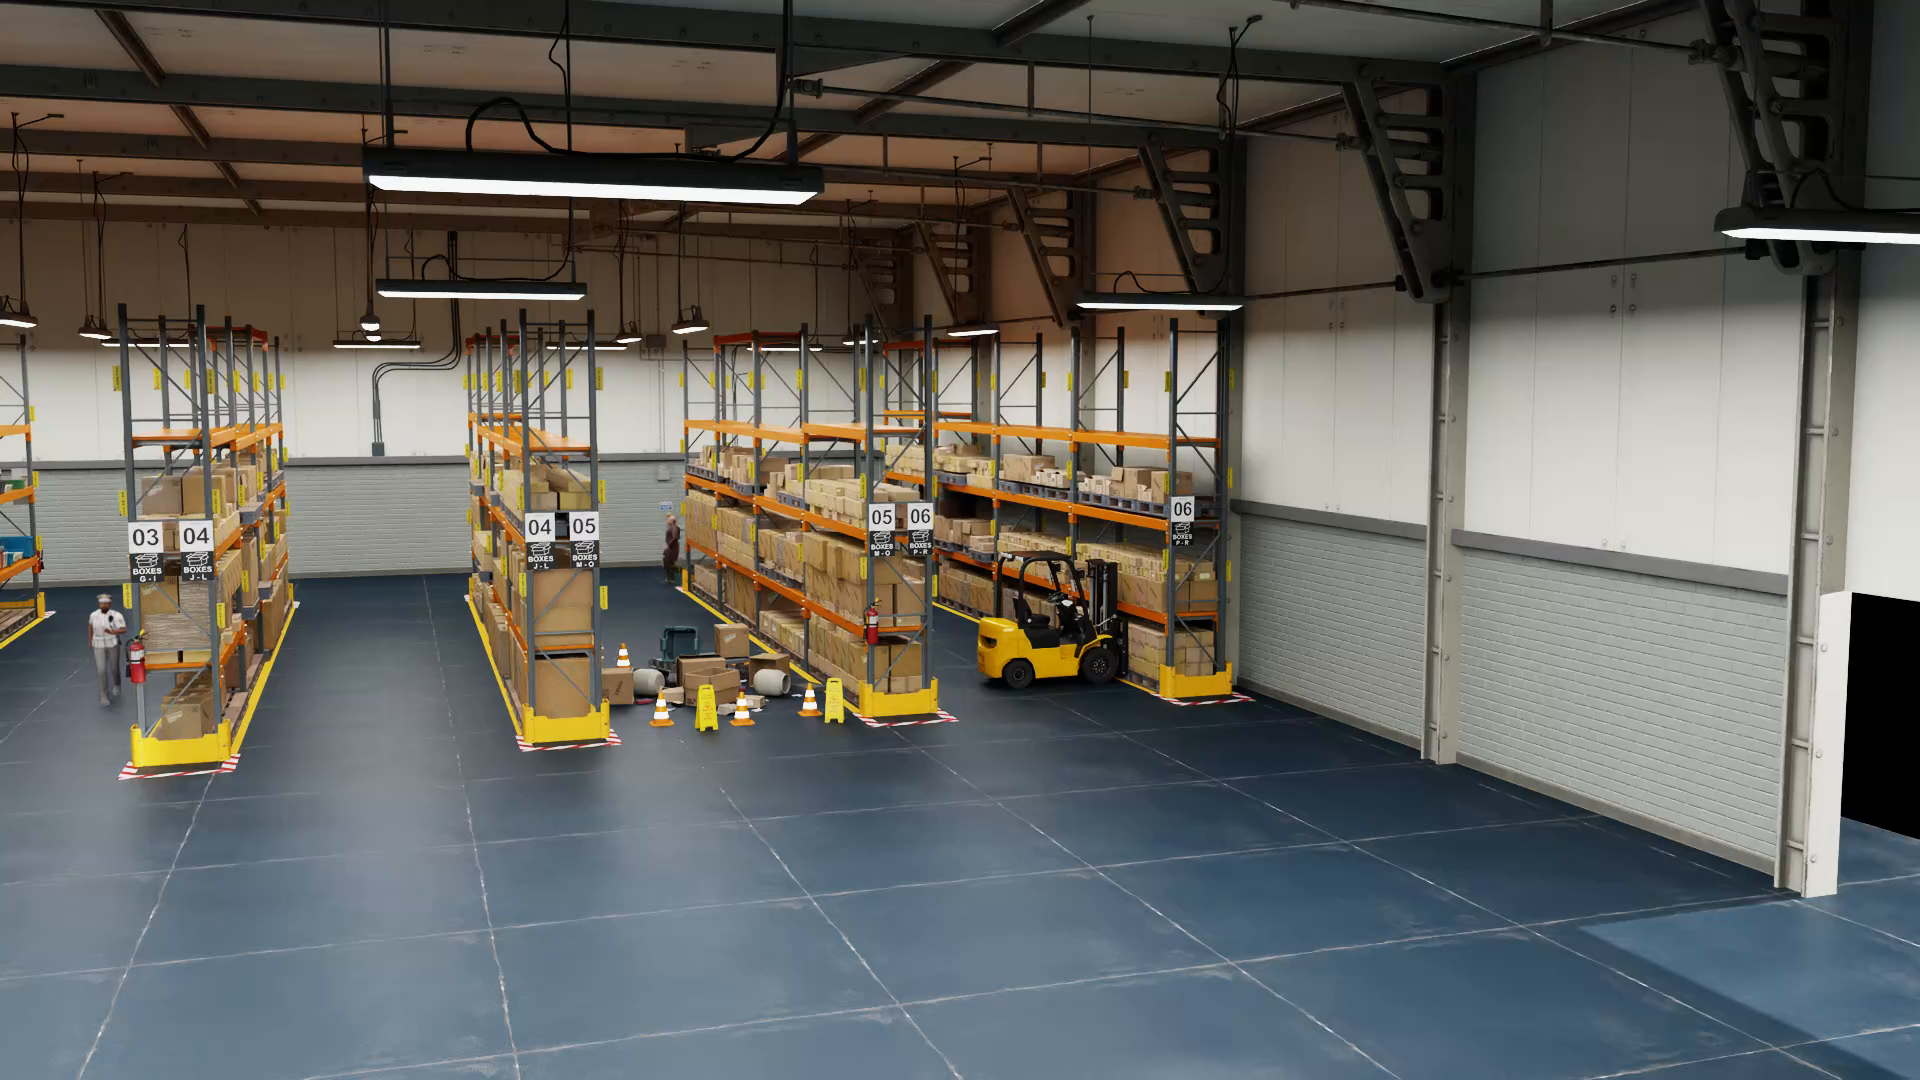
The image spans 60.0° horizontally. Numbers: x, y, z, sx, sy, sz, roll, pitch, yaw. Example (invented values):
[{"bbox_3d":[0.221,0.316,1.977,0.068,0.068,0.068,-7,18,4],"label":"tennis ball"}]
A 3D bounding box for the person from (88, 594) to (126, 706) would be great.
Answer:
[{"bbox_3d":[-13.311,1.674,25.969,0.567,1.697,0.915,-2,6,-20],"label":"person"}]

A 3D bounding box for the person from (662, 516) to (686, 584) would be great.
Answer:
[{"bbox_3d":[-7.057,0.249,41.170,0.750,1.722,0.789,0,5,-2],"label":"person"}]
